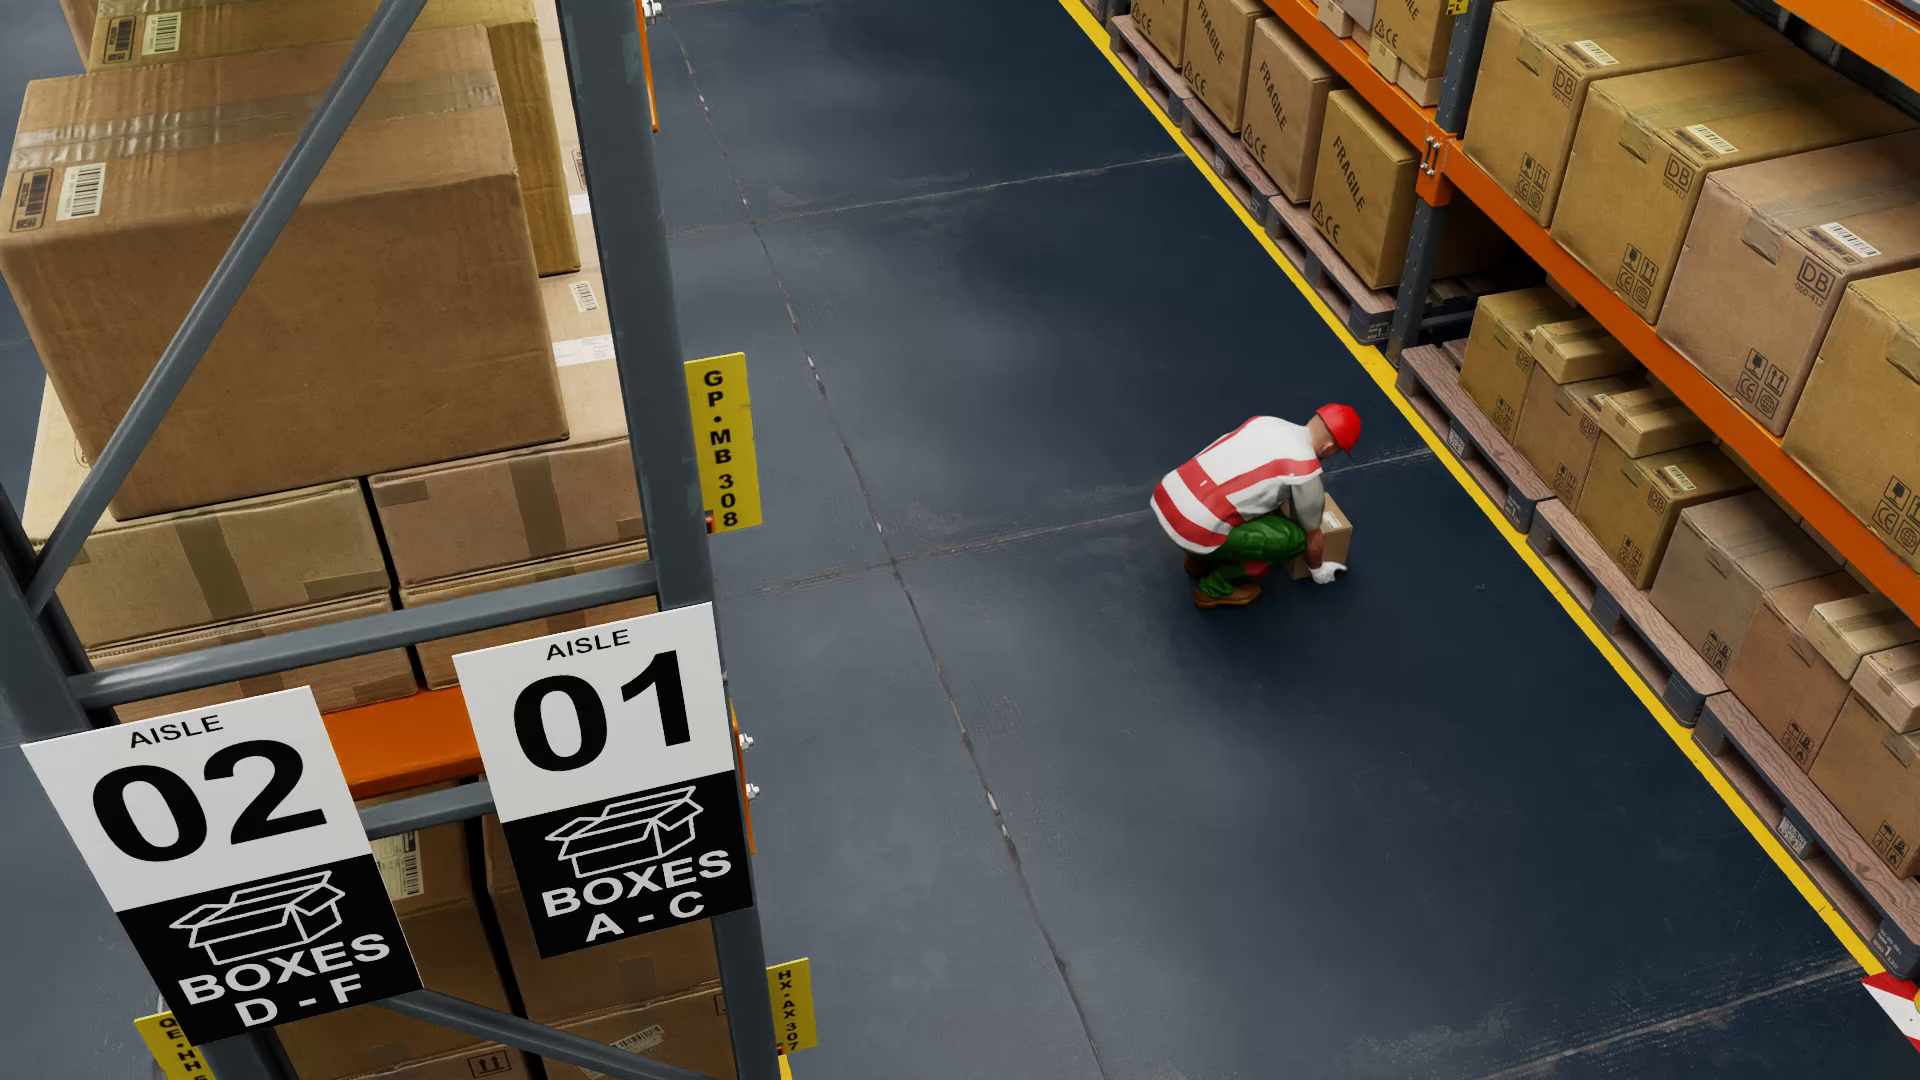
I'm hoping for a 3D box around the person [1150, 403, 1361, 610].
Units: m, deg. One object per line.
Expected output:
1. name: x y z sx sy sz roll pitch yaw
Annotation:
1. person: 1.261 -0.123 7.102 0.923 0.878 0.545 -12 43 -13
